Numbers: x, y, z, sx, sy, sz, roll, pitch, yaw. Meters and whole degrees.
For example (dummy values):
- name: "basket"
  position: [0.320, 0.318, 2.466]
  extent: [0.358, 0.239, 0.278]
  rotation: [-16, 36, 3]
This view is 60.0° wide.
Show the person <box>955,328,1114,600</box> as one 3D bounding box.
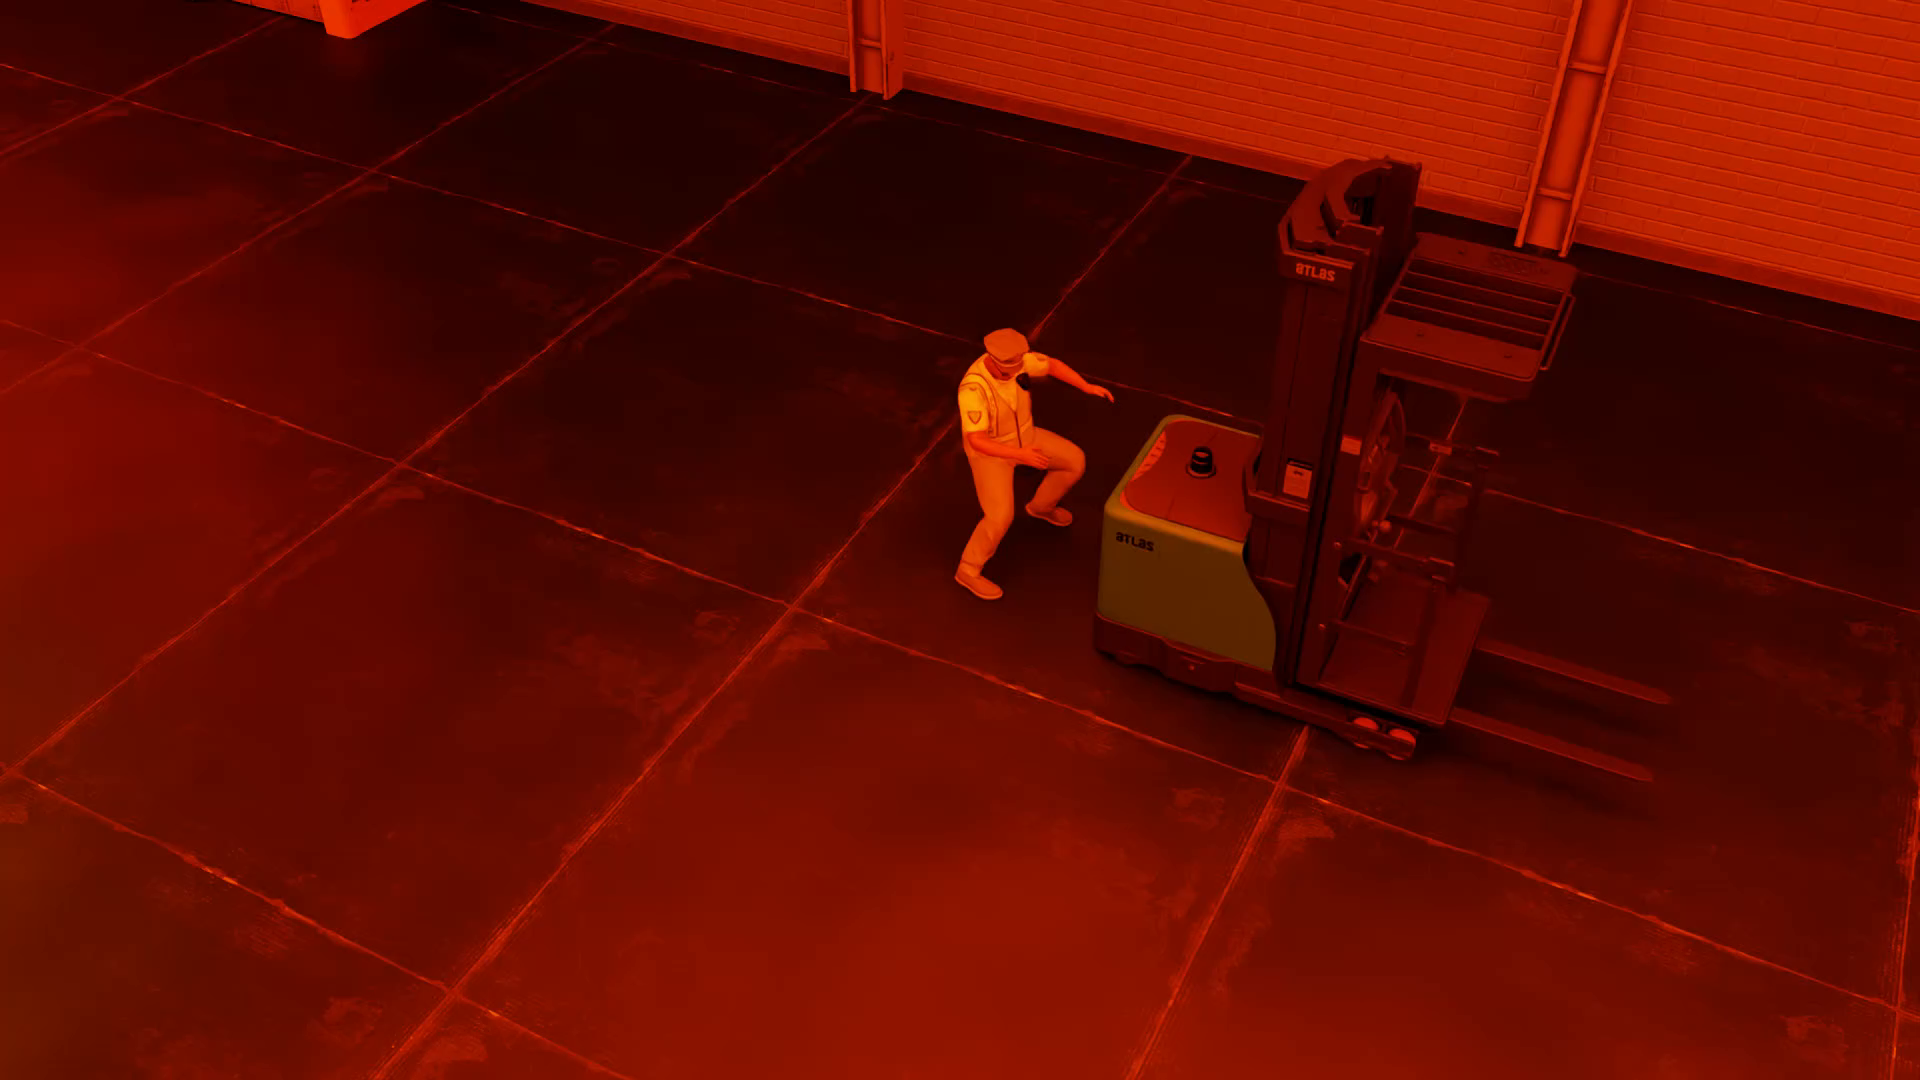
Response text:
- name: "person"
  position: [0.369, -0.528, 9.698]
  extent: [1.006, 1.530, 0.787]
  rotation: [-31, 49, -31]

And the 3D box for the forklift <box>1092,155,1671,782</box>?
- name: "forklift"
  position: [2.307, -0.343, 8.393]
  extent: [3.031, 2.935, 1.130]
  rotation: [17, 43, 20]
